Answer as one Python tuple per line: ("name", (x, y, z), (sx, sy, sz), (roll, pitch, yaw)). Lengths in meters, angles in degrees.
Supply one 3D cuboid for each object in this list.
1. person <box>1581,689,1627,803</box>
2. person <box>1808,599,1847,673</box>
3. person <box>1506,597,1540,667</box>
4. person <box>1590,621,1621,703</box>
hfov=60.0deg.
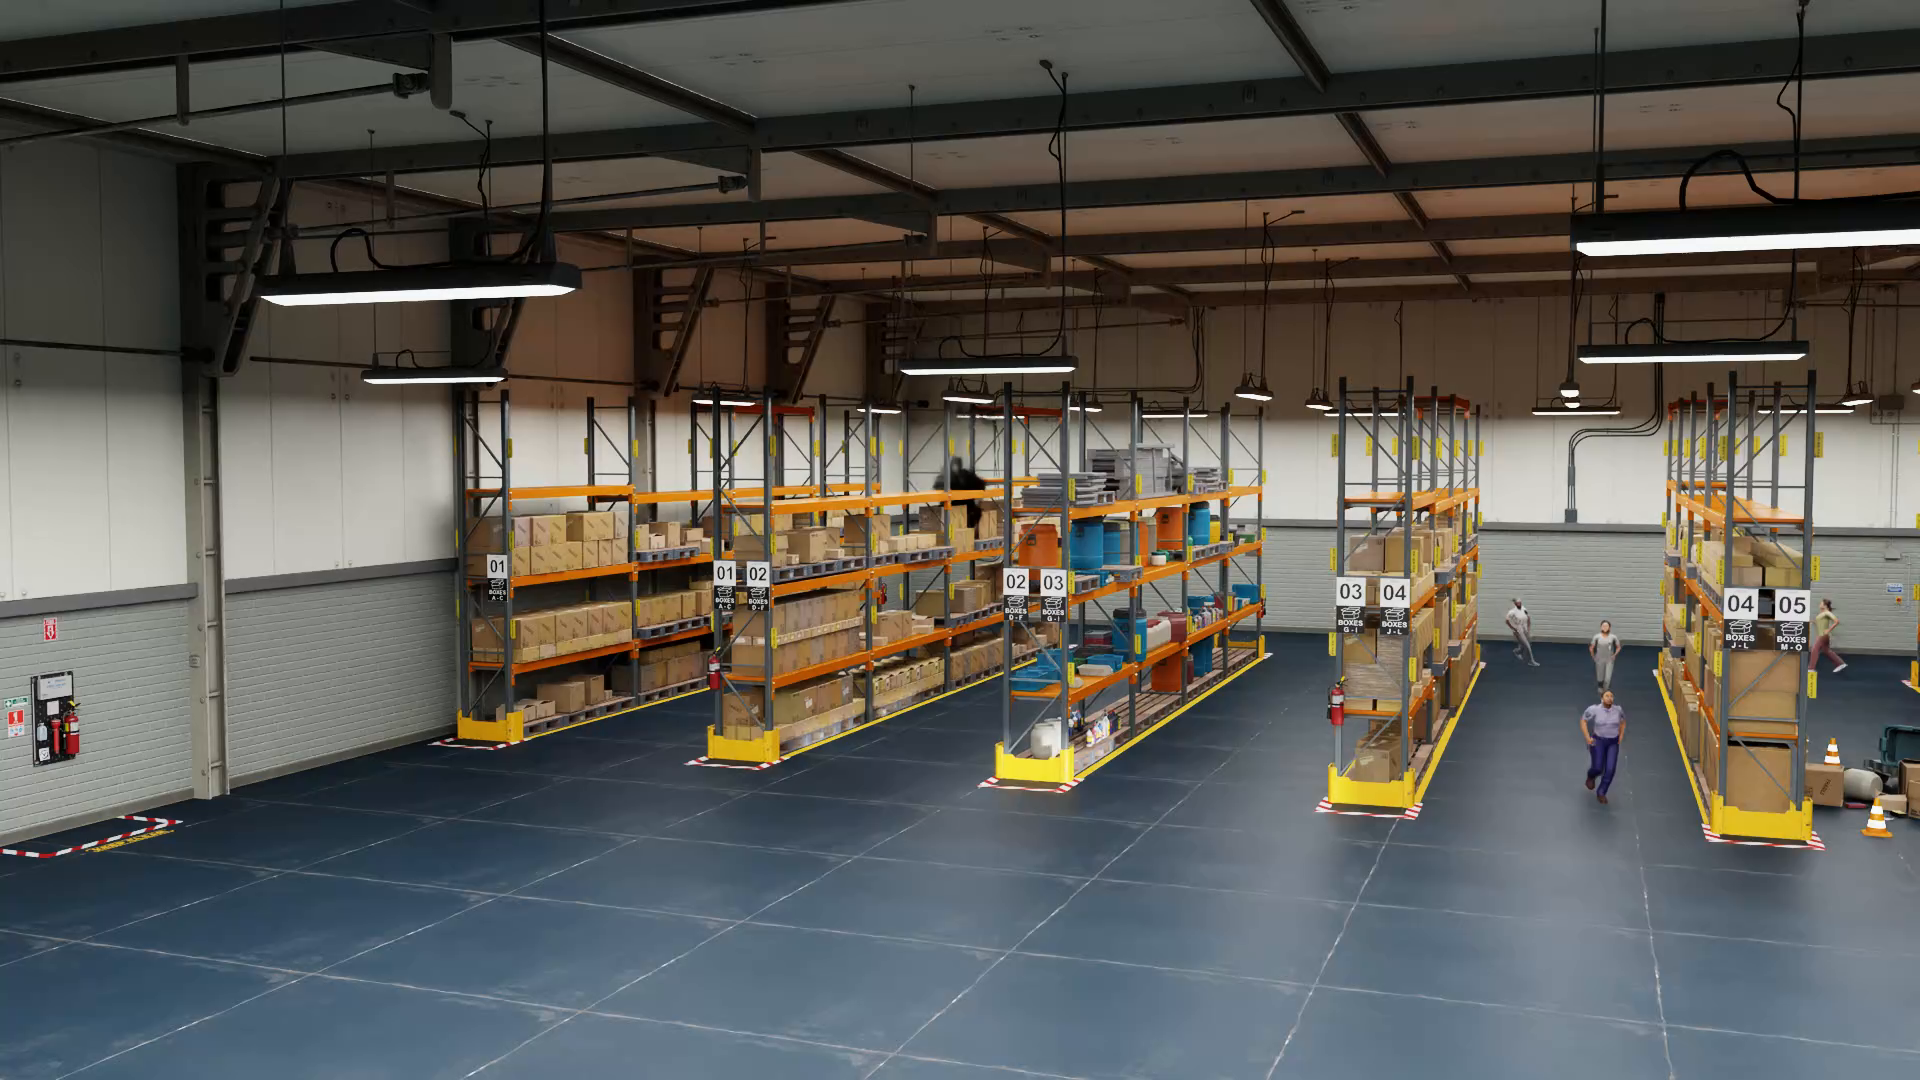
("person", (9.160, 2.909, 23.658), (0.622, 1.610, 0.545), (0, 3, 3))
("person", (19.004, 2.126, 36.585), (0.957, 1.667, 0.569), (1, 3, 20))
("person", (12.893, 2.091, 38.365), (0.655, 1.604, 0.786), (-1, 3, -20))
("person", (12.708, 2.397, 32.750), (0.570, 1.630, 0.622), (1, 3, 21))
